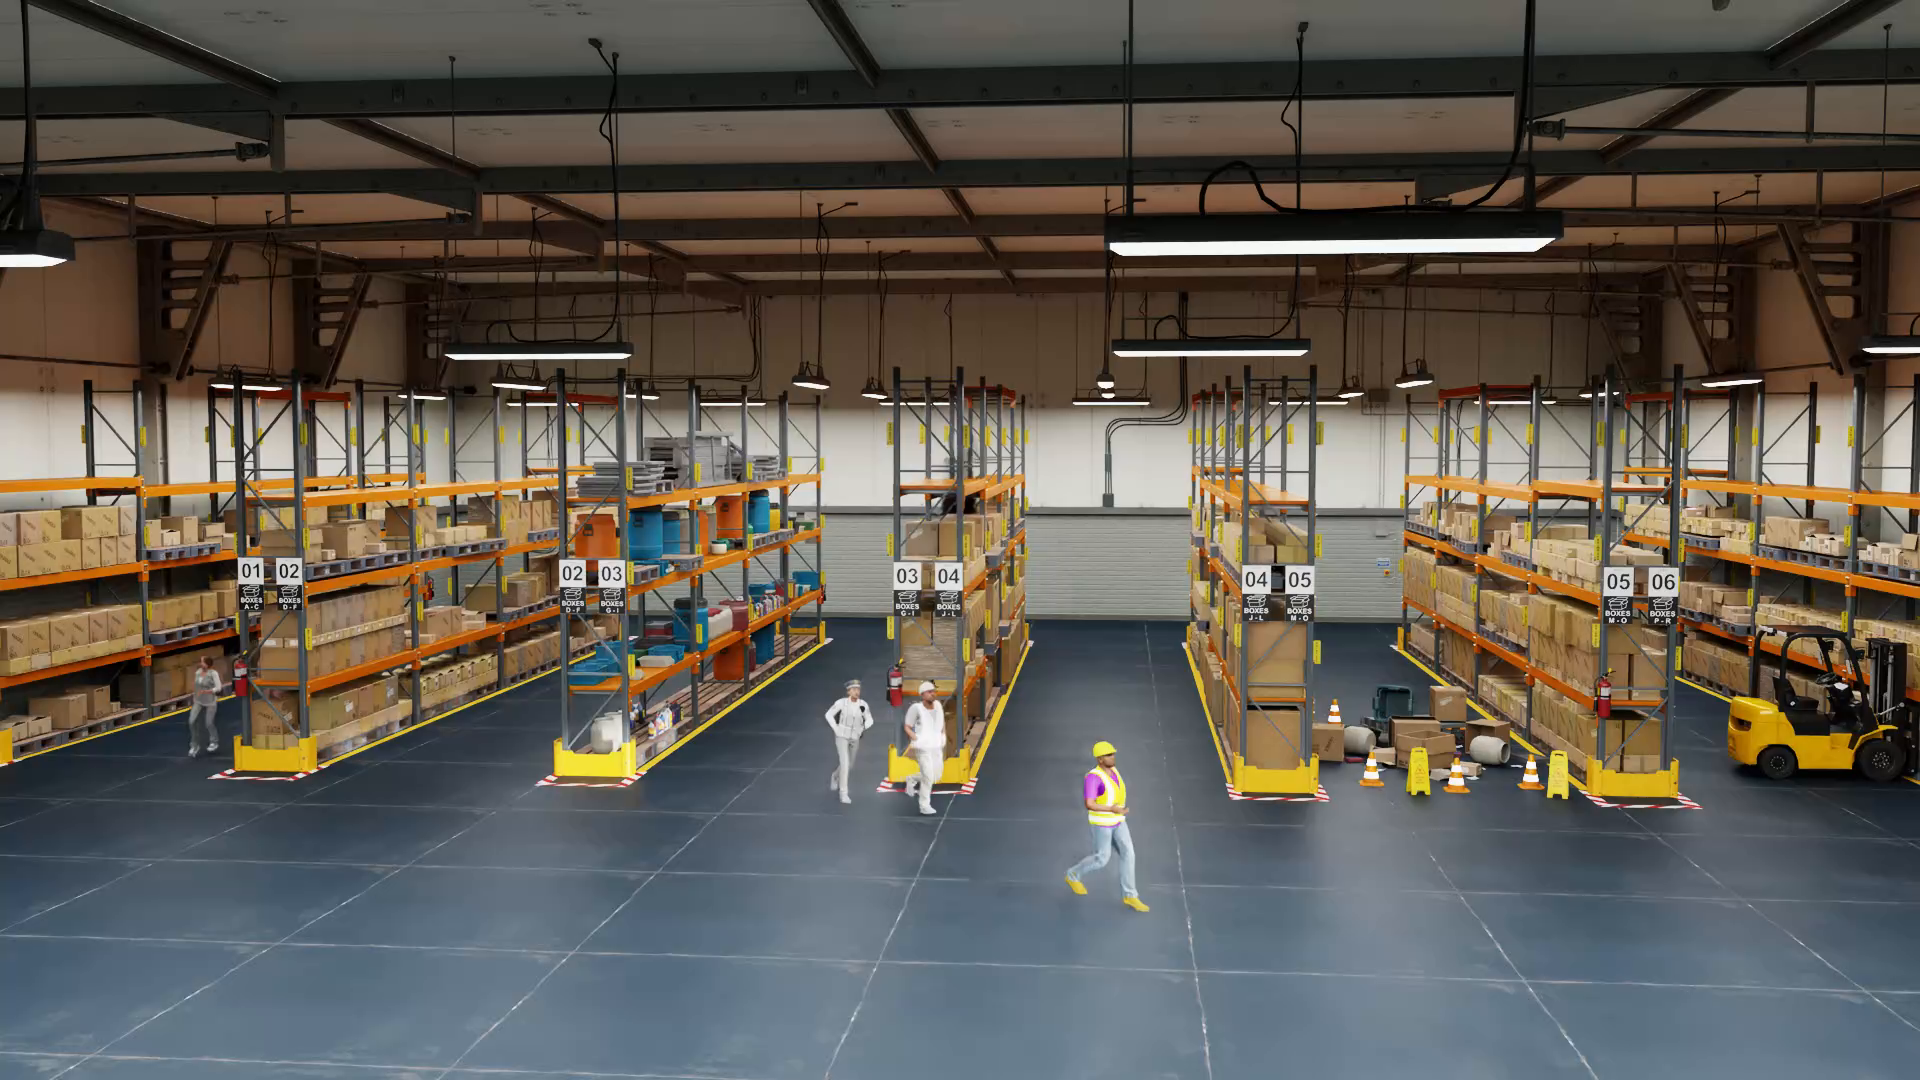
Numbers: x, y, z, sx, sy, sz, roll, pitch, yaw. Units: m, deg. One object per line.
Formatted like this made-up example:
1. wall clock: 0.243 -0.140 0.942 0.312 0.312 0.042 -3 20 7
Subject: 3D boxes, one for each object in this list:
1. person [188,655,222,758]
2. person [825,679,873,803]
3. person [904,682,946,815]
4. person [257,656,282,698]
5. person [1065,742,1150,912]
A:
1. person: -11.829 2.612 26.117 0.537 1.596 0.696 0 4 3
2. person: -1.534 2.757 23.088 0.660 1.679 0.777 -1 4 -20
3. person: -0.478 2.754 22.210 0.703 1.756 0.687 -3 5 -41
4. person: -11.899 2.397 28.829 0.580 1.620 0.625 0 4 -1
5. person: 1.575 3.023 17.718 0.979 1.765 0.711 3 5 38
